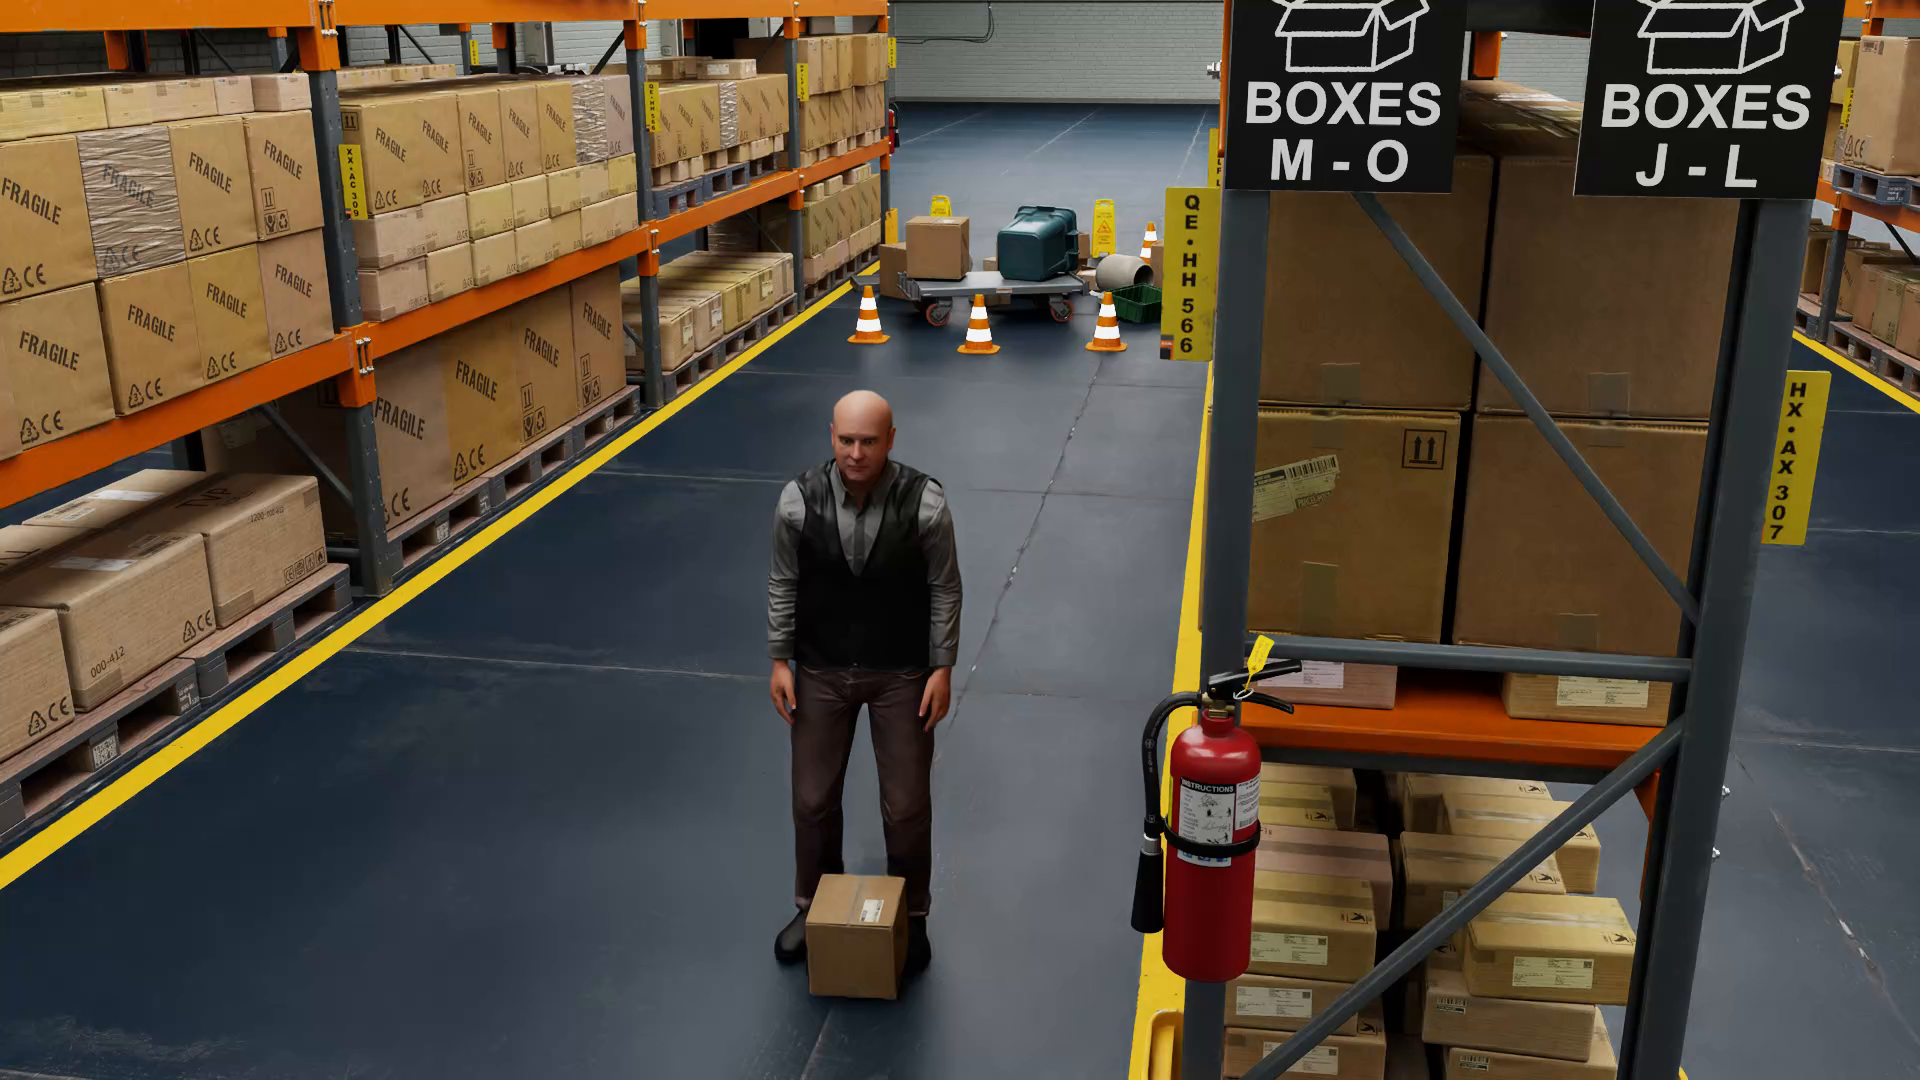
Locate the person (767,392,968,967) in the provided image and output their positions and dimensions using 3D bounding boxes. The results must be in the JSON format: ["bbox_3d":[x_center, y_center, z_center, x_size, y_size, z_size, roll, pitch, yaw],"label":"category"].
[{"bbox_3d":[-0.272,0.394,4.863,0.584,1.719,0.424,2,18,5],"label":"person"}]
